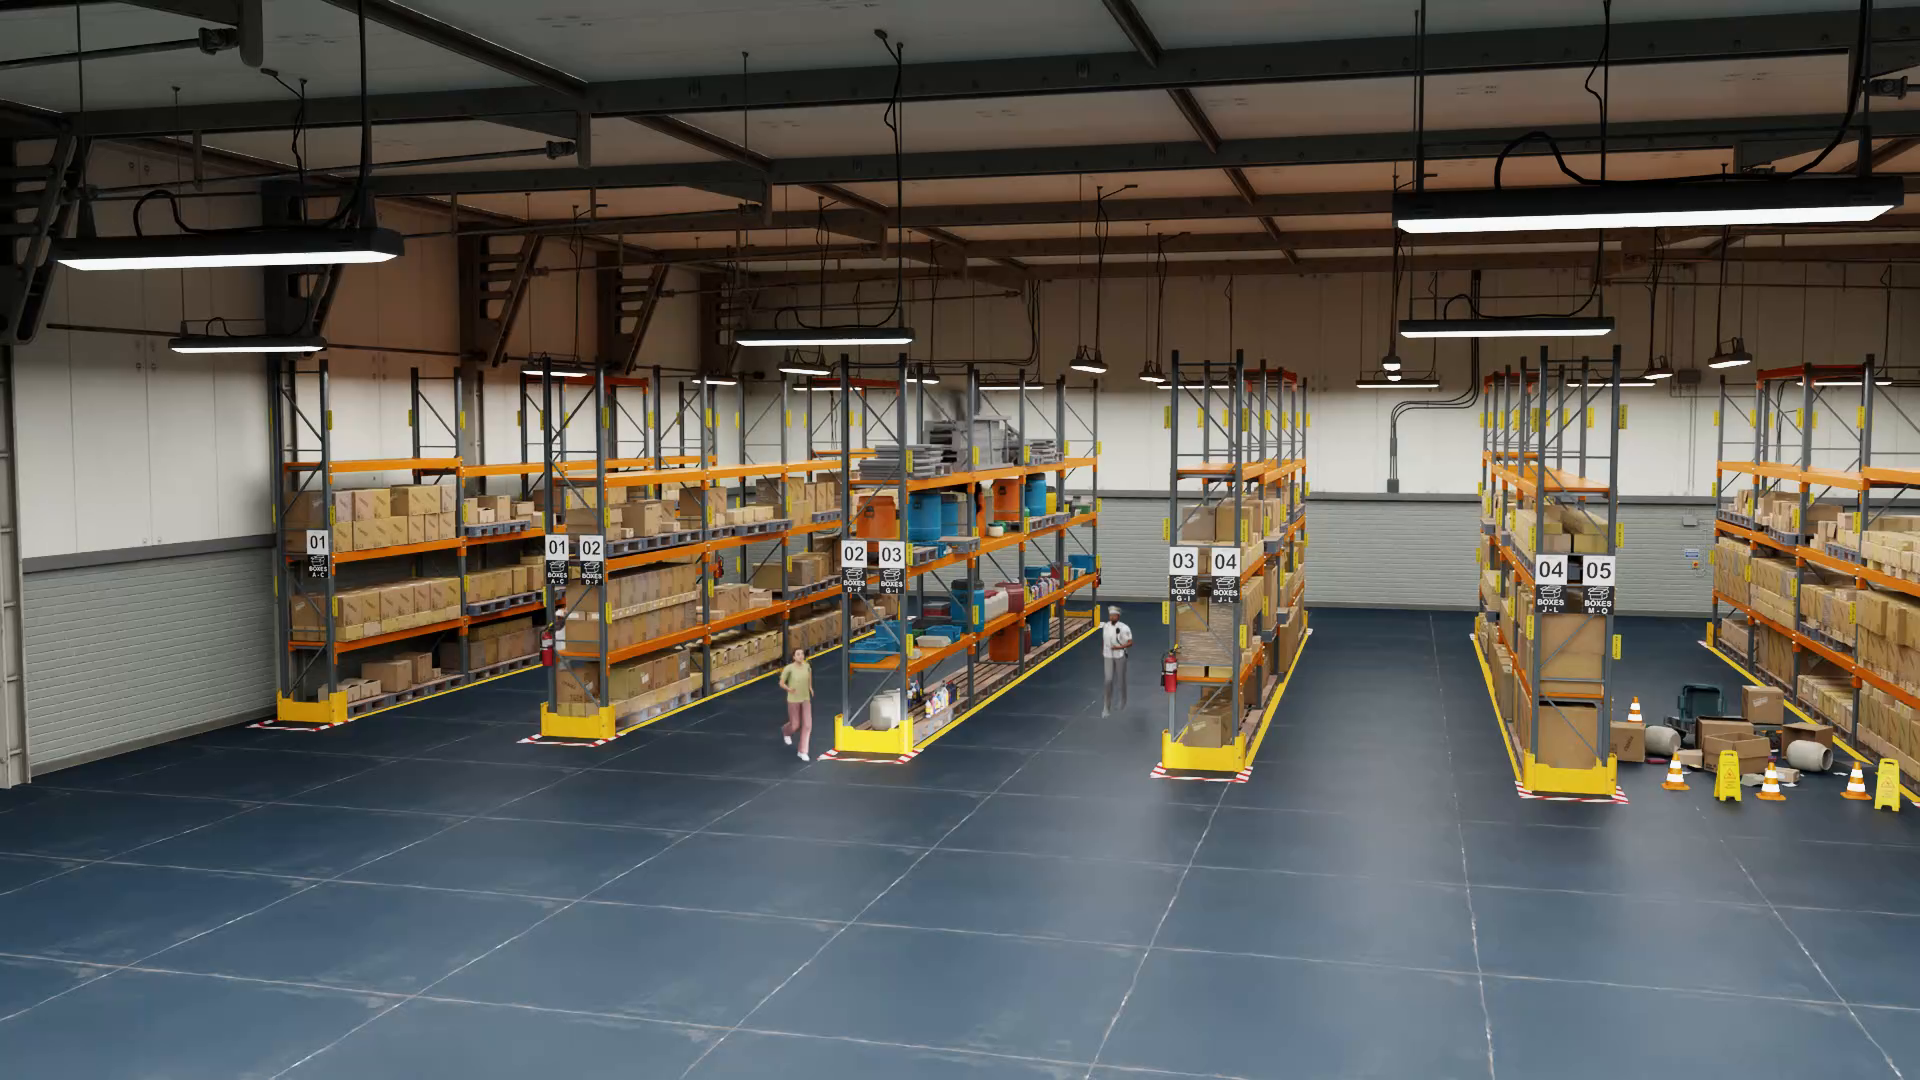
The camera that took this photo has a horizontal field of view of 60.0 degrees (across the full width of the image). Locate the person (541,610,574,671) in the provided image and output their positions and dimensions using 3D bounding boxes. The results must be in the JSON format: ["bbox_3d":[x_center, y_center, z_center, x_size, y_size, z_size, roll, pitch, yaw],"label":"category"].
[{"bbox_3d":[-6.943,2.073,28.725,0.737,1.727,0.582,1,4,11],"label":"person"}]

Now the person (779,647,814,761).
[{"bbox_3d":[-2.427,2.416,24.793,0.586,1.682,0.852,-2,5,-27],"label":"person"}]

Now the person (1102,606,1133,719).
[{"bbox_3d":[2.537,1.950,26.879,0.560,1.795,0.721,2,4,24],"label":"person"}]
